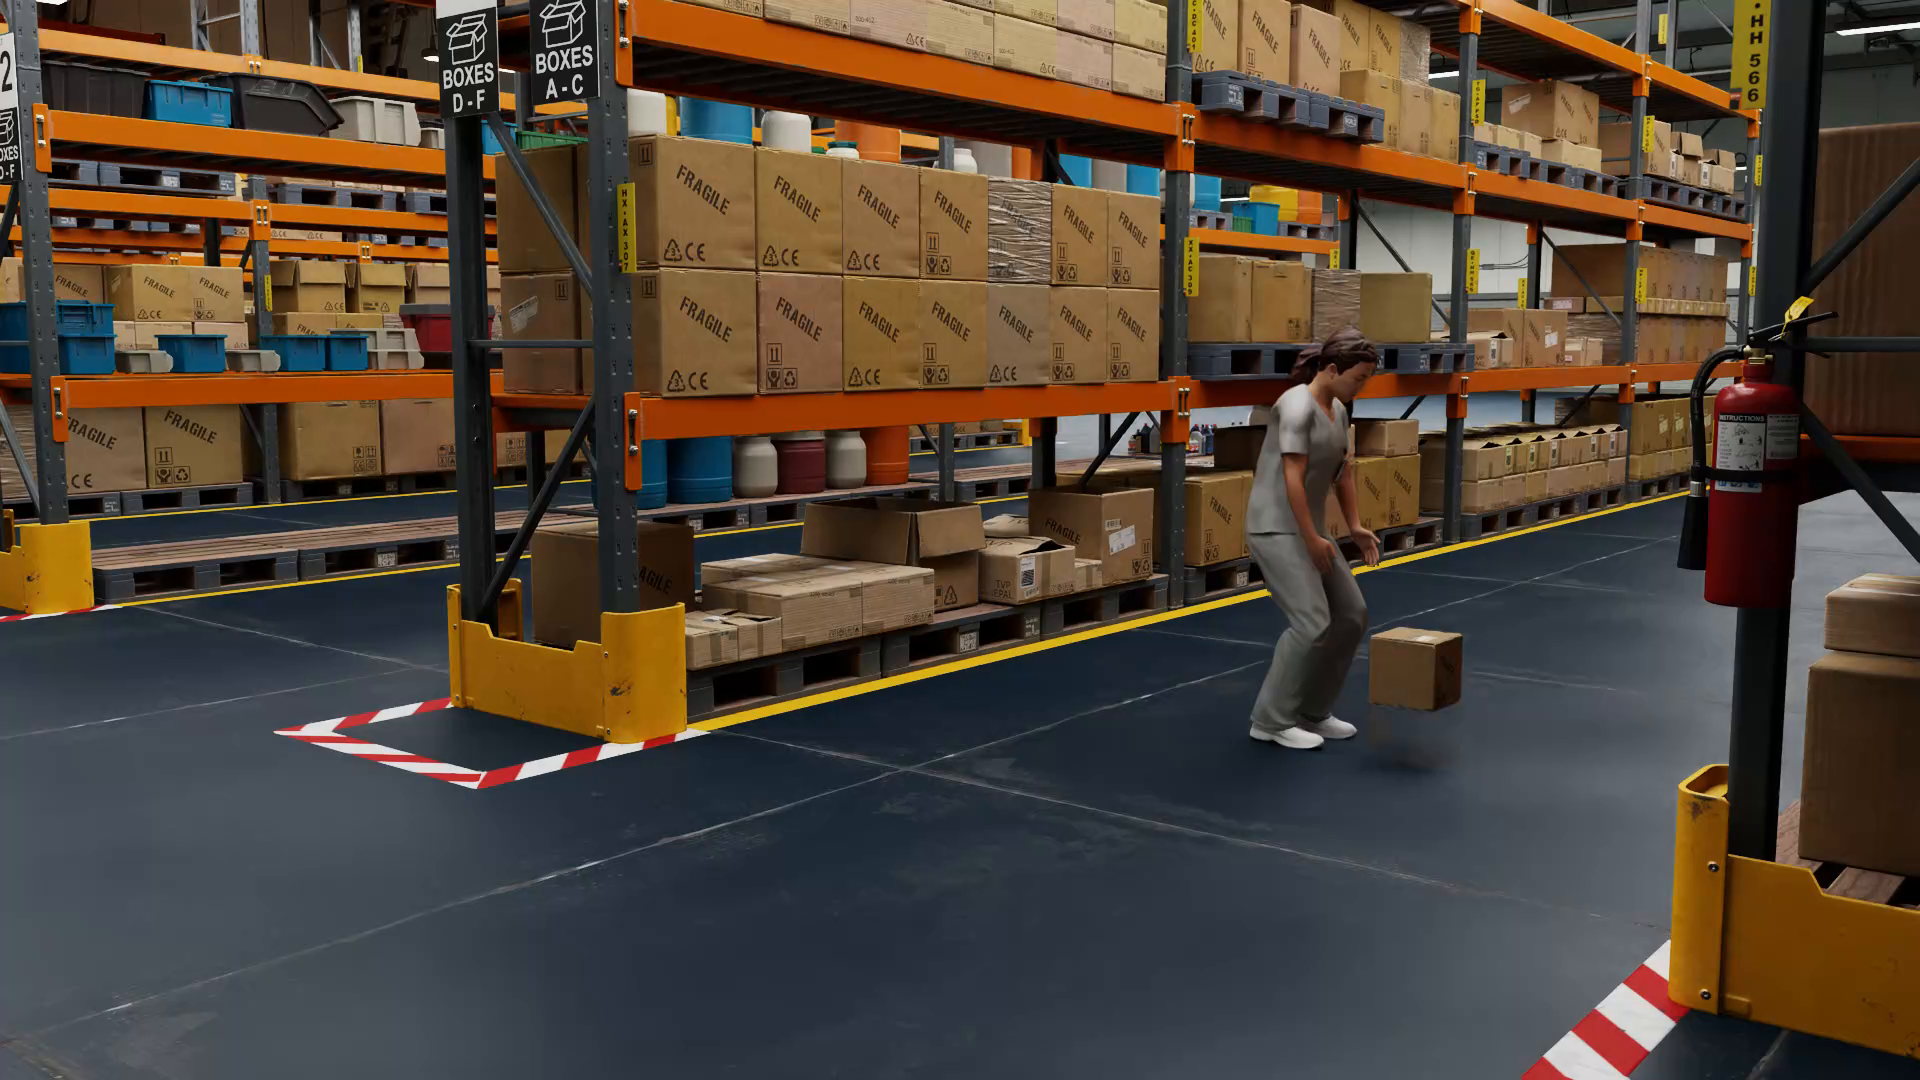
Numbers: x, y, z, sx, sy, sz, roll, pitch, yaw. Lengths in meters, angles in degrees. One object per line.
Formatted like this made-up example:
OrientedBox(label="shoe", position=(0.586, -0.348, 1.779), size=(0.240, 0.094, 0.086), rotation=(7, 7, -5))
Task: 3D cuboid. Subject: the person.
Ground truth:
OrientedBox(label="person", position=(1.343, -0.014, 6.332), size=(0.467, 1.573, 0.475), rotation=(6, 9, 40))
